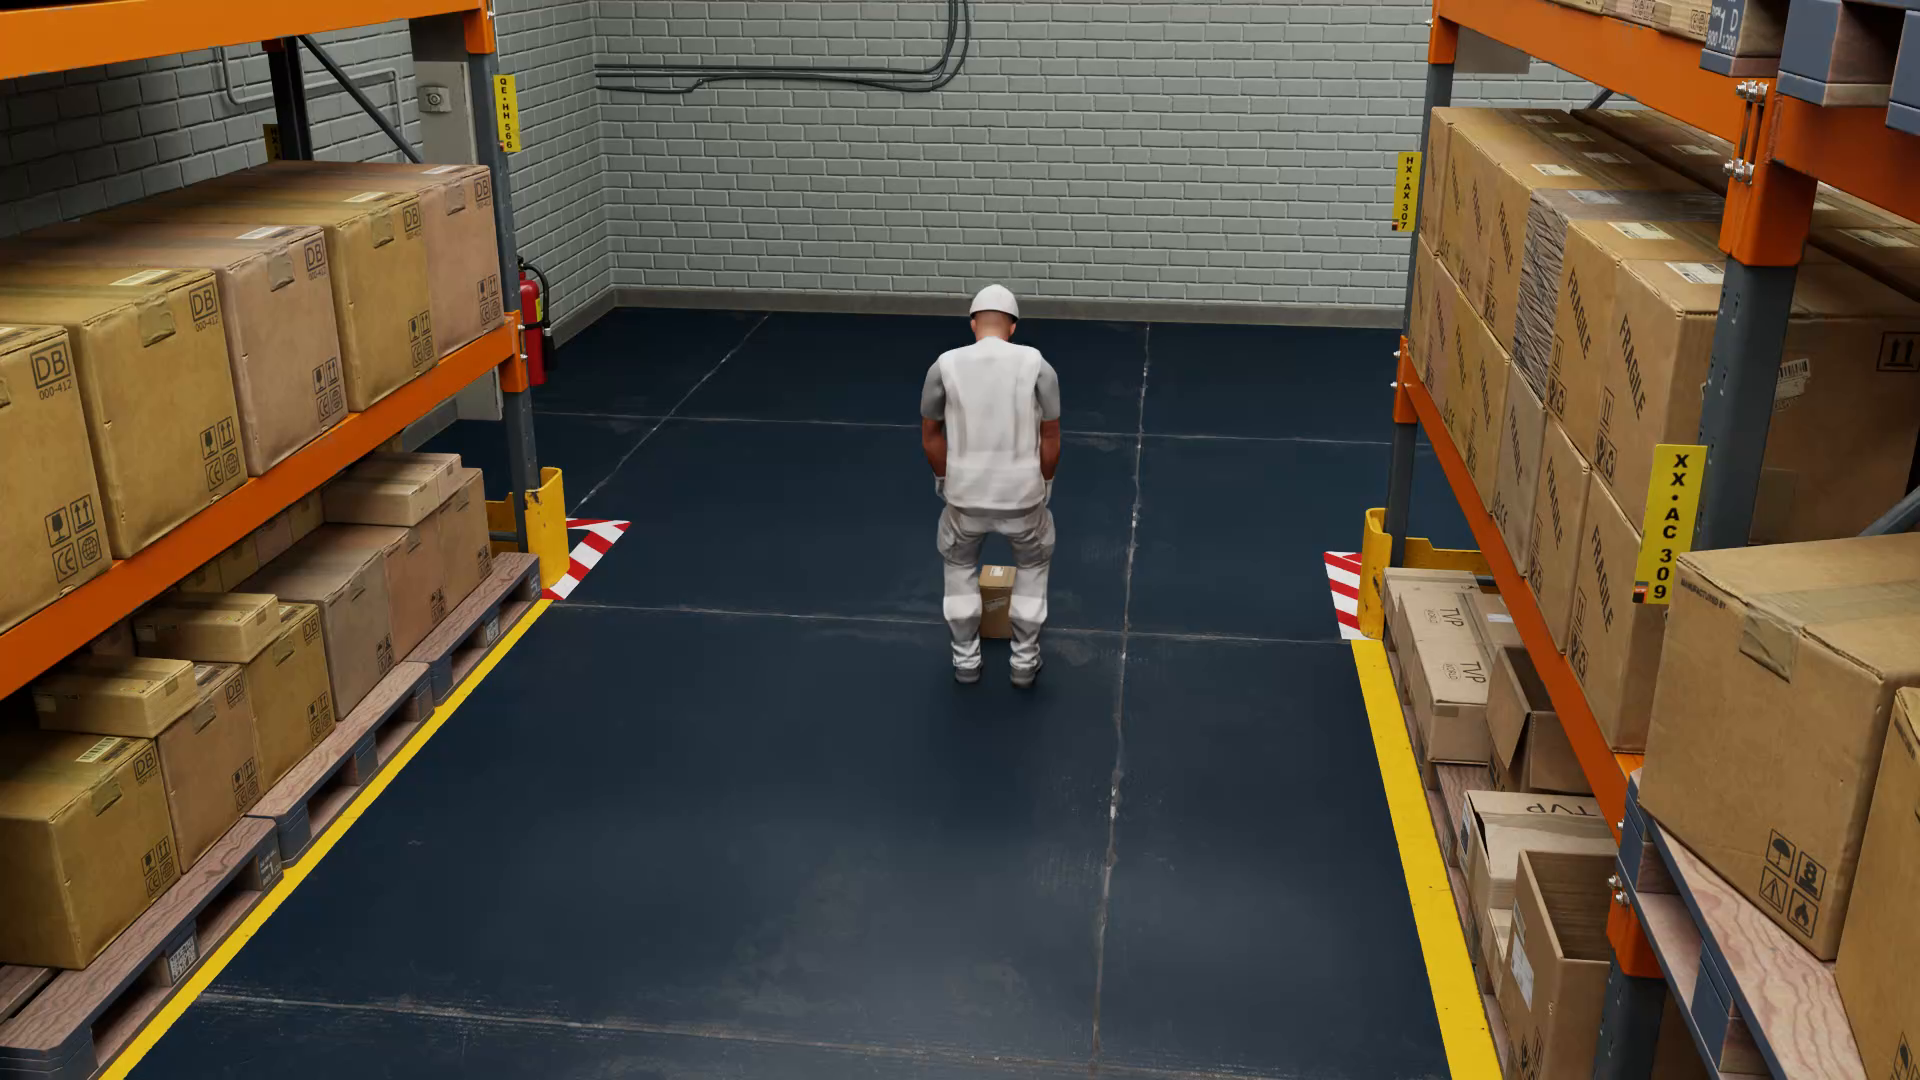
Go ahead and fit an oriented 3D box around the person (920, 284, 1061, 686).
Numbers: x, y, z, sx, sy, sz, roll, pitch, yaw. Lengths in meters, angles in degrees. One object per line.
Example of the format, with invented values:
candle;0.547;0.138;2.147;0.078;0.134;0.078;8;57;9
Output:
person;0.122;-0.208;6.821;0.568;1.627;0.602;3;21;7
